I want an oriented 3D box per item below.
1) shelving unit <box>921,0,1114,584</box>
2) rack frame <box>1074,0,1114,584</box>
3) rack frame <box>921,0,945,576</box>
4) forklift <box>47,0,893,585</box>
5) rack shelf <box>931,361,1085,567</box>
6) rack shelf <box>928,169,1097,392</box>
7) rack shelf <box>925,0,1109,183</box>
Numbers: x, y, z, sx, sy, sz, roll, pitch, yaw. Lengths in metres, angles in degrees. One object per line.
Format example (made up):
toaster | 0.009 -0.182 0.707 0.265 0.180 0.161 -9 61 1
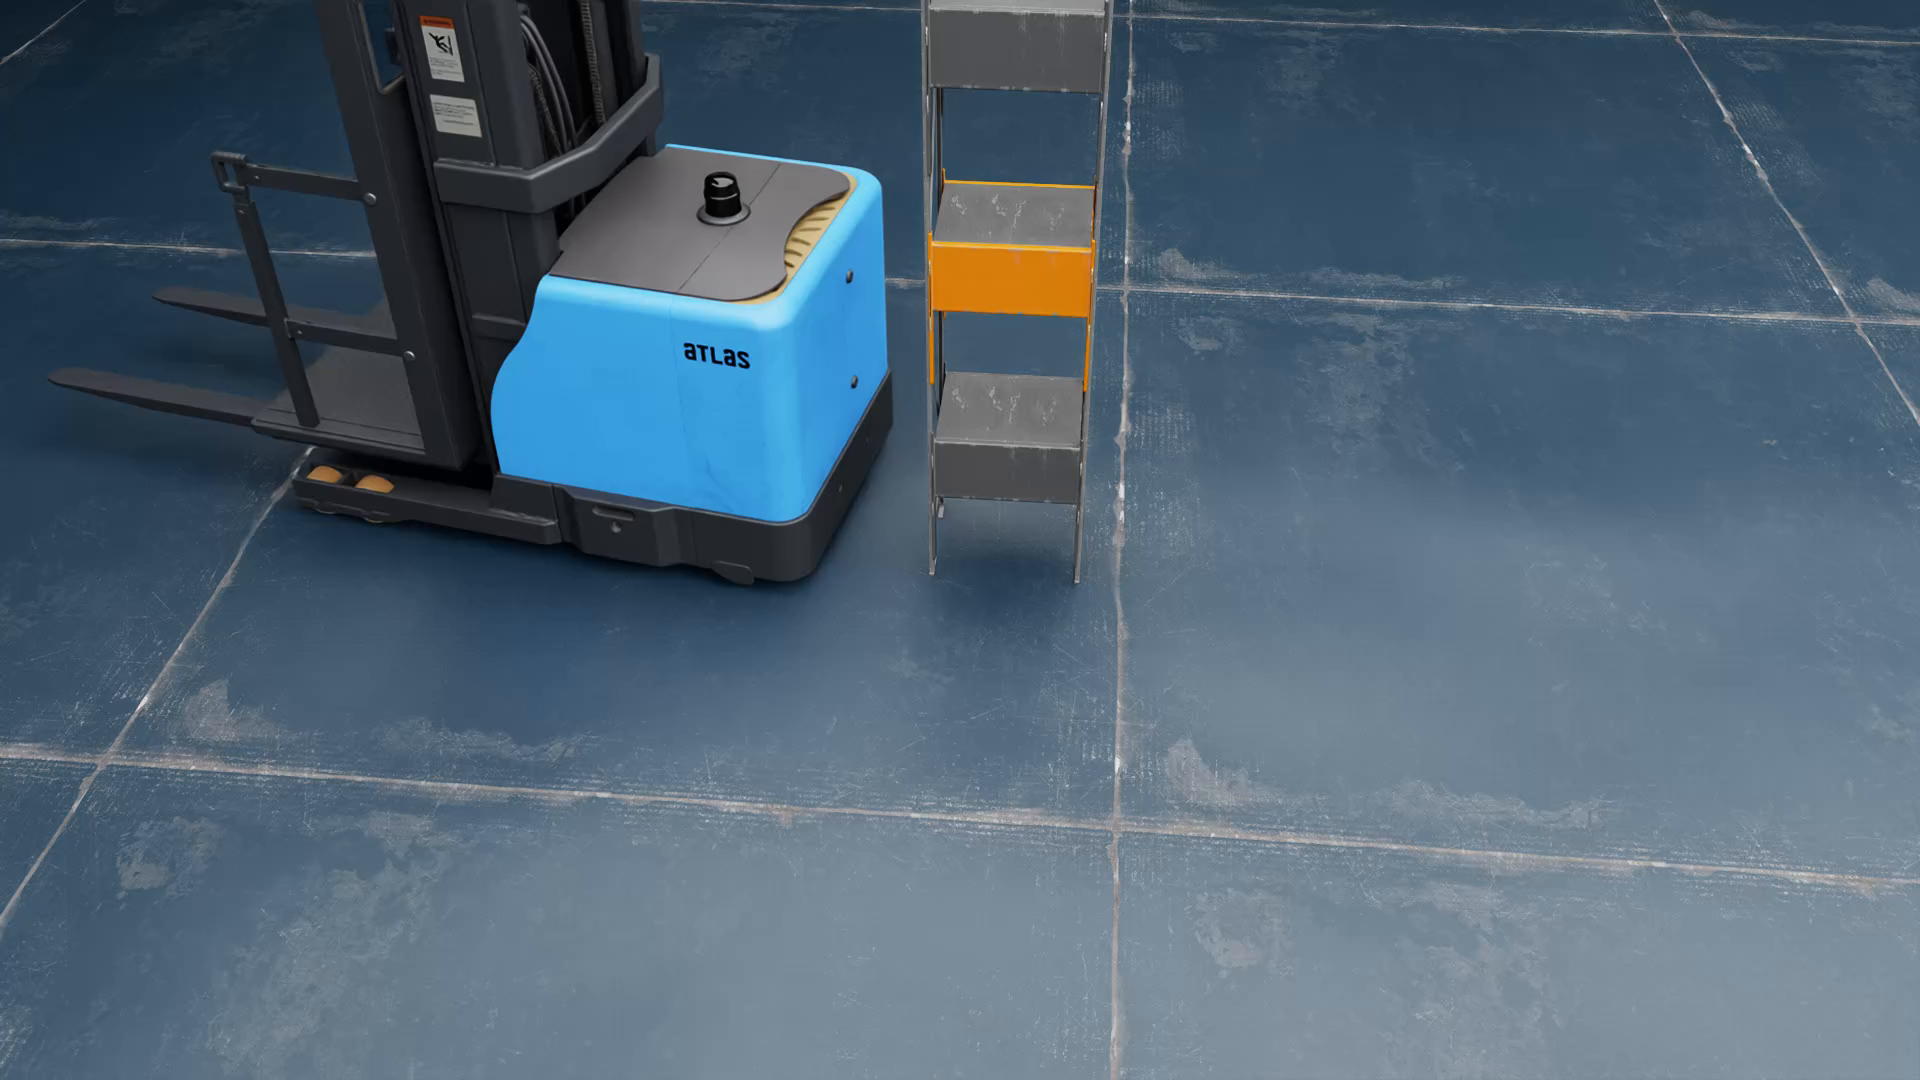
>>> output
shelving unit | 0.165 -0.805 5.076 0.503 2.100 0.431 3 39 4
rack frame | 0.408 -0.792 5.060 0.015 2.100 0.400 3 39 4
rack frame | -0.078 -0.819 5.092 0.015 2.100 0.400 3 39 4
forklift | -1.823 -1.505 5.277 3.031 2.935 1.130 10 40 12
rack shelf | 0.165 -0.252 5.527 0.480 0.518 0.431 3 39 4
rack shelf | 0.165 -0.795 5.085 0.480 0.518 0.431 3 39 4
rack shelf | 0.165 -1.338 4.643 0.480 0.518 0.431 3 39 4
